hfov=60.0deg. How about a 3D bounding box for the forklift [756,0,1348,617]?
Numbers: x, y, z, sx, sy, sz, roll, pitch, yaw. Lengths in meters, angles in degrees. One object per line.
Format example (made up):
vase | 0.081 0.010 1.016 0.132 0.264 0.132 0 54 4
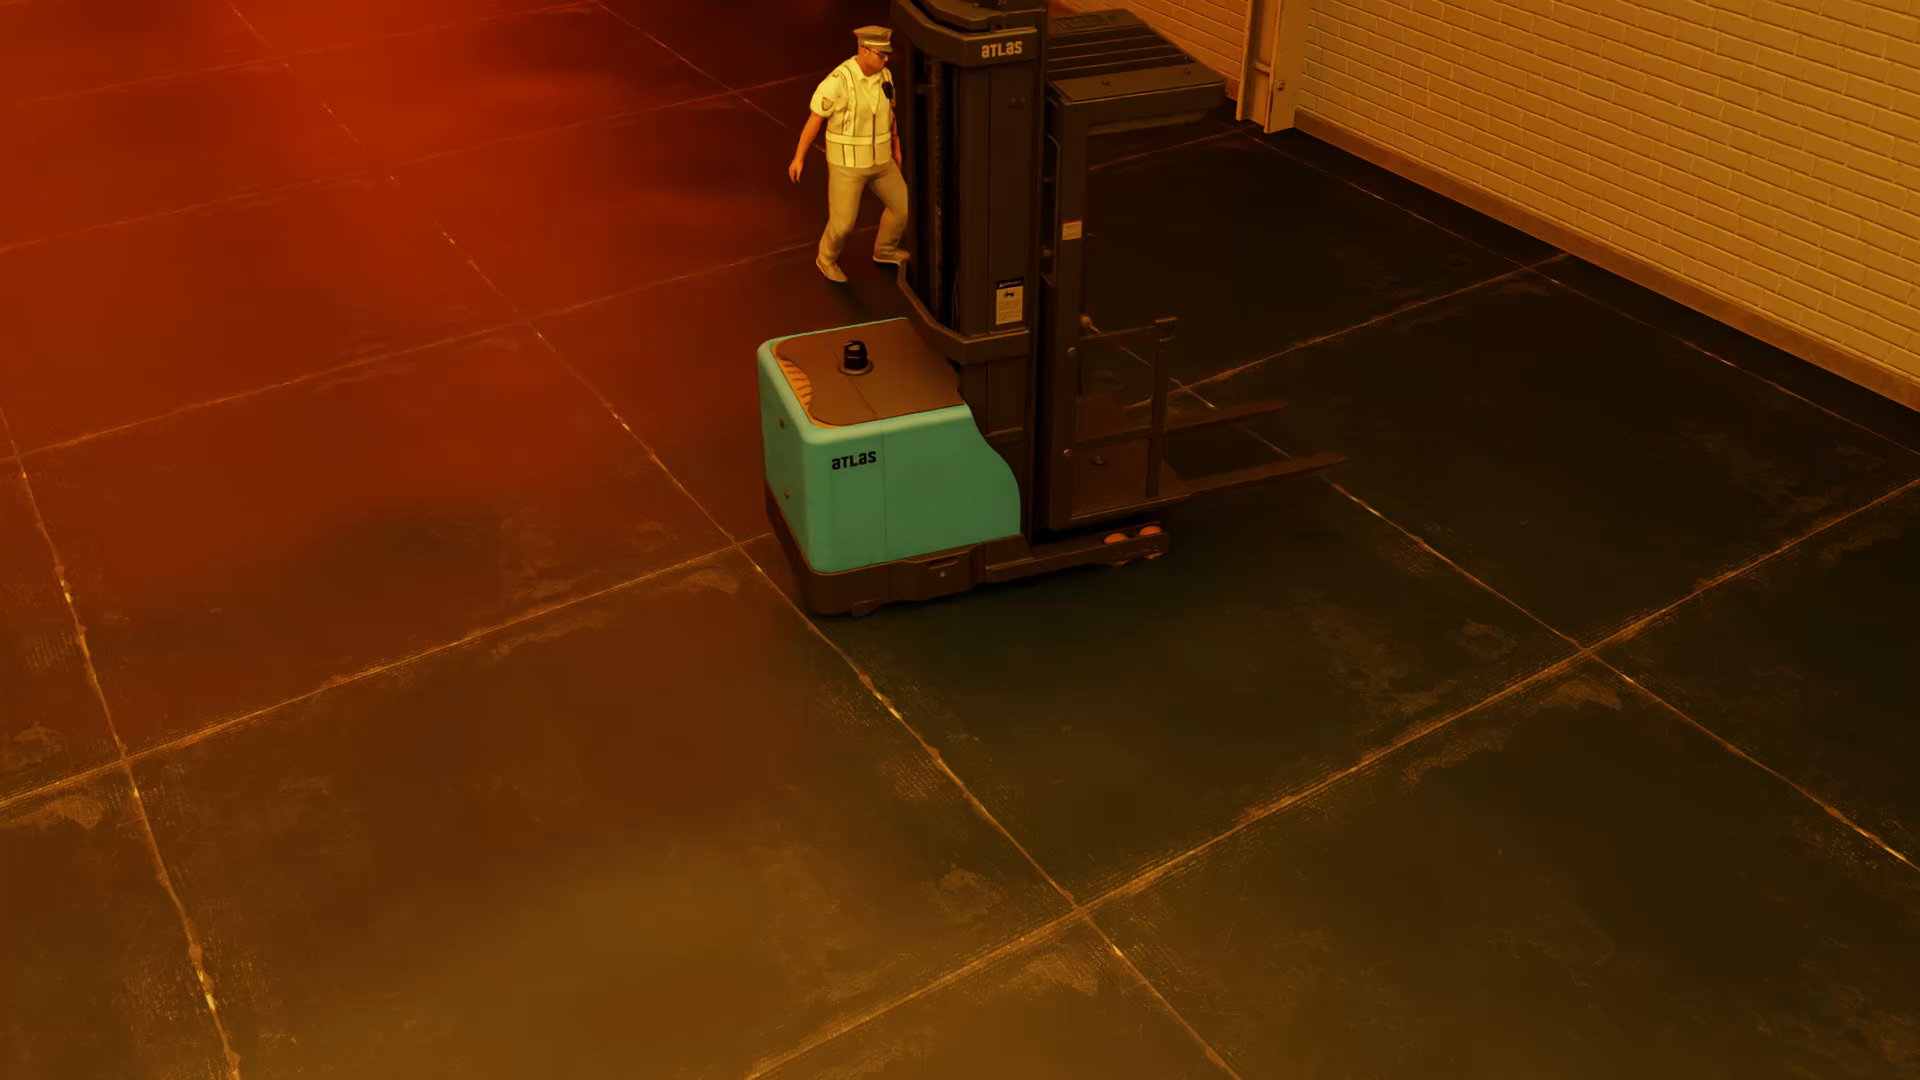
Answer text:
forklift | 0.549 -1.340 8.055 3.031 2.935 1.130 -12 37 -16

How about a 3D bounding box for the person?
person | -0.691 -2.477 10.811 0.898 1.735 0.498 -21 40 -27
